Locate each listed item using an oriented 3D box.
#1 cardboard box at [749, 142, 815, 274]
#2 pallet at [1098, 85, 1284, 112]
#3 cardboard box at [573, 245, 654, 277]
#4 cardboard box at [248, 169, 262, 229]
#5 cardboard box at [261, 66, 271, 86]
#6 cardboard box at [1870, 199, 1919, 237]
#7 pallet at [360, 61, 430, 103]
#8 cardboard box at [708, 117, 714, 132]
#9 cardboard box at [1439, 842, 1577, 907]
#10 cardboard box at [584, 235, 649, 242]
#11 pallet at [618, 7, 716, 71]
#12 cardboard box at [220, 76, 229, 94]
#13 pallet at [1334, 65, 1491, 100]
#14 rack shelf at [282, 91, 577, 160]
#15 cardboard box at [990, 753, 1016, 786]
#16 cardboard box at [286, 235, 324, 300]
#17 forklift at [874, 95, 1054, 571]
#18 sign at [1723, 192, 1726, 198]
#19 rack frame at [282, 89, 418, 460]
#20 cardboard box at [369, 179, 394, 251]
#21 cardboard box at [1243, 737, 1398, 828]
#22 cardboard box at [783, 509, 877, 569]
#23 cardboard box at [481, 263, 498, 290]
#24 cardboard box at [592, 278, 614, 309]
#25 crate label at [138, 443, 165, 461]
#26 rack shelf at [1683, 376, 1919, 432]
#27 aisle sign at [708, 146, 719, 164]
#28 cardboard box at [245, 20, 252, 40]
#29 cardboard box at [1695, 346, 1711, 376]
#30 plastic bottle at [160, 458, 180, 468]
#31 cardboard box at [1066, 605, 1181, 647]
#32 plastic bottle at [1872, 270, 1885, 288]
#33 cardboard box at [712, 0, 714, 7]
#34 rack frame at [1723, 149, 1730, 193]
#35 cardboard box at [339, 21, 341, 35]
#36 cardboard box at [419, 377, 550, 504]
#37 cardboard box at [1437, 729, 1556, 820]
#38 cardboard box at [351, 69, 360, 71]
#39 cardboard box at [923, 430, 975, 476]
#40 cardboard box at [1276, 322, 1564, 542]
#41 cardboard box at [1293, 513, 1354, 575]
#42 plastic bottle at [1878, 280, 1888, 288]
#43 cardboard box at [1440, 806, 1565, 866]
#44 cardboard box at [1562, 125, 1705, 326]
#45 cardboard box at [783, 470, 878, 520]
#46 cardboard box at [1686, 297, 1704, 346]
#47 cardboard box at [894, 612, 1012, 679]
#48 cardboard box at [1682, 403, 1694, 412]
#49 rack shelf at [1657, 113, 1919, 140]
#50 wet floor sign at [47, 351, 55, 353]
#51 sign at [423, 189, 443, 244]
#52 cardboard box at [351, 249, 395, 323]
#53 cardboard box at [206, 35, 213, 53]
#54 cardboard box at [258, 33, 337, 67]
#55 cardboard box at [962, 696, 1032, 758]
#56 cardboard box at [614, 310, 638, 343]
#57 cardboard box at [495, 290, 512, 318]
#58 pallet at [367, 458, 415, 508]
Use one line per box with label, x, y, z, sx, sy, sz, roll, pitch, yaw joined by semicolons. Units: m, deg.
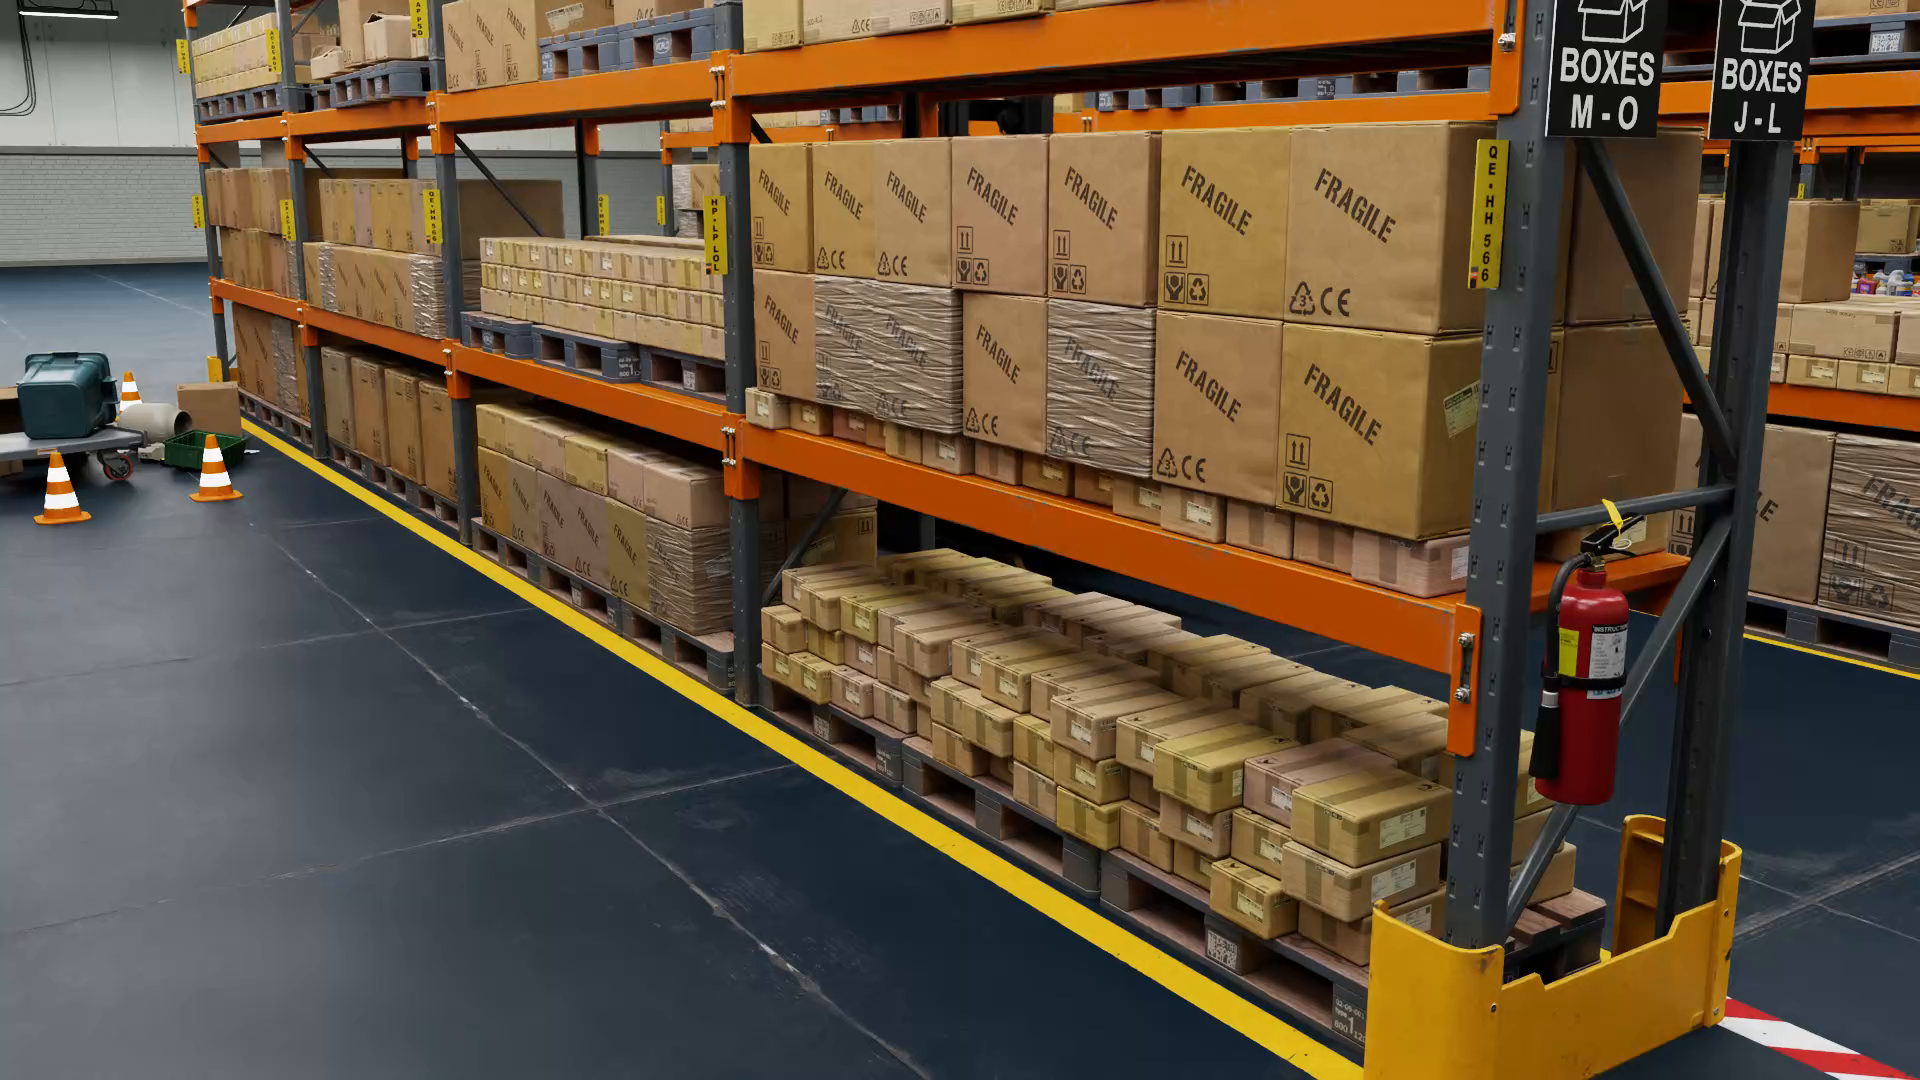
cardboard box;-0.518;-1.352;6.753;0.500;0.500;0.500;-8;14;-31
pallet;1.805;-3.324;12.461;1.213;0.211;1.003;-7;14;-30
cardboard box;-1.822;-1.480;8.819;0.380;0.149;0.250;-8;15;-34
cardboard box;-6.060;-3.162;15.419;0.875;0.550;0.500;-8;15;-33
cardboard box;-5.605;-3.870;13.886;0.380;0.149;0.250;-8;15;-32
cardboard box;12.797;-4.383;22.620;0.700;0.500;0.500;-8;15;-33
pallet;-3.182;-2.971;10.849;1.213;0.211;1.003;-7;14;-30
cardboard box;-2.415;-4.578;18.105;0.500;0.250;0.500;-8;15;-33
cardboard box;1.627;0.989;5.007;0.380;0.149;0.250;-8;15;-32
cardboard box;-2.128;-1.830;10.422;0.380;0.149;0.250;-9;15;-35
pallet;-0.819;-2.275;7.660;1.213;0.211;1.003;-8;15;-33
cardboard box;-6.592;-4.186;15.332;0.380;0.149;0.250;-8;15;-33
pallet;3.071;-2.877;10.422;0.805;0.209;1.217;-9;15;-35
rack shelf;-3.890;-2.960;12.037;1.077;0.370;4.000;-8;15;-33
cardboard box;0.331;0.775;5.985;0.380;0.149;0.250;-8;14;-31
cardboard box;-5.212;-2.339;14.185;0.875;0.550;0.550;-8;15;-33
forklift;0.492;-1.310;9.991;1.130;2.935;3.031;-10;16;-40
sign;11.111;-4.887;24.160;0.100;0.325;0.005;-8;15;-33
rack frame;-4.998;-2.201;13.907;1.000;3.000;0.127;-8;15;-33
cardboard box;-3.873;-2.380;12.149;0.700;0.500;0.500;-8;15;-33
cardboard box;1.055;0.714;4.873;0.380;0.149;0.250;-8;15;-32
cardboard box;-0.754;0.075;8.368;0.500;0.500;0.500;-7;14;-31
cardboard box;-2.681;-1.608;10.103;0.380;0.149;0.250;-7;14;-30
cardboard box;-1.684;-1.288;8.638;0.380;0.149;0.250;-8;15;-33
crate label;-6.702;-0.732;13.890;0.250;0.136;0.298;4;13;16
rack shelf;4.728;-0.641;8.454;1.077;0.370;4.000;-8;15;-33
aisle sign;-2.813;-4.798;19.698;0.394;0.787;0.004;-8;15;-33
cardboard box;-5.882;-4.349;14.211;0.380;0.149;0.250;-8;15;-32
cardboard box;4.088;-0.948;8.761;0.380;0.149;0.250;-8;15;-34
plastic bottle;-6.407;-0.636;13.629;0.283;0.061;0.133;6;14;26
cardboard box;0.632;0.374;6.428;0.380;0.149;0.250;-9;15;-35
plastic bottle;7.560;-2.088;13.687;0.097;0.271;0.097;0;12;0
cardboard box;-0.684;-2.578;7.393;0.700;0.500;0.500;-8;15;-33
rack frame;11.558;-4.529;24.553;1.000;3.000;0.127;-8;15;-33
cardboard box;-5.059;-4.338;14.160;0.380;0.149;0.250;-8;15;-33
cardboard box;-3.044;-0.715;11.394;1.050;0.750;0.750;-8;15;-34
cardboard box;1.643;0.696;4.954;0.380;0.149;0.250;-9;15;-35
cardboard box;-4.137;-3.497;11.909;0.396;0.266;0.258;-8;15;-33
cardboard box;0.089;-0.338;5.976;0.380;0.149;0.250;-7;14;-30
cardboard box;1.188;-0.311;4.332;0.500;0.500;0.500;-8;15;-32
cardboard box;1.128;-0.018;4.510;0.380;0.149;0.250;-8;15;-33
plastic bottle;7.508;-2.011;13.503;0.097;0.201;0.097;0;12;0
cardboard box;1.574;0.851;4.941;0.380;0.149;0.250;-7;14;-30
cardboard box;1.623;-0.861;4.508;0.500;0.500;0.500;-8;15;-33
cardboard box;-0.755;-0.292;8.287;0.500;0.250;0.500;-9;15;-35
cardboard box;3.933;-1.216;9.057;0.500;0.250;0.500;-8;15;-33
cardboard box;-0.026;0.398;6.319;0.380;0.149;0.250;-8;15;-32
cardboard box;3.919;-0.388;9.606;0.875;0.875;0.875;-8;15;-33
rack shelf;6.635;-3.404;14.067;1.077;0.370;4.000;-8;15;-33
wet floor sign;-8.878;-1.533;16.364;0.267;0.644;0.232;-12;17;-42
sign;-3.242;-1.989;10.227;0.100;0.325;0.005;-8;15;-33
cardboard box;-4.094;-1.856;12.092;0.500;0.500;0.500;-8;15;-32
cardboard box;-6.874;-4.667;15.664;0.380;0.149;0.250;-8;15;-32
cardboard box;-5.484;-4.050;13.777;0.500;0.250;0.500;-8;15;-33
cardboard box;0.232;0.639;5.914;0.380;0.149;0.250;-8;15;-32
cardboard box;-1.529;-1.092;8.441;0.380;0.149;0.250;-9;15;-35
cardboard box;-2.553;-1.421;9.945;0.380;0.149;0.250;-7;14;-30
pallet;-3.827;-0.494;12.625;1.003;0.211;1.213;-8;15;-33
